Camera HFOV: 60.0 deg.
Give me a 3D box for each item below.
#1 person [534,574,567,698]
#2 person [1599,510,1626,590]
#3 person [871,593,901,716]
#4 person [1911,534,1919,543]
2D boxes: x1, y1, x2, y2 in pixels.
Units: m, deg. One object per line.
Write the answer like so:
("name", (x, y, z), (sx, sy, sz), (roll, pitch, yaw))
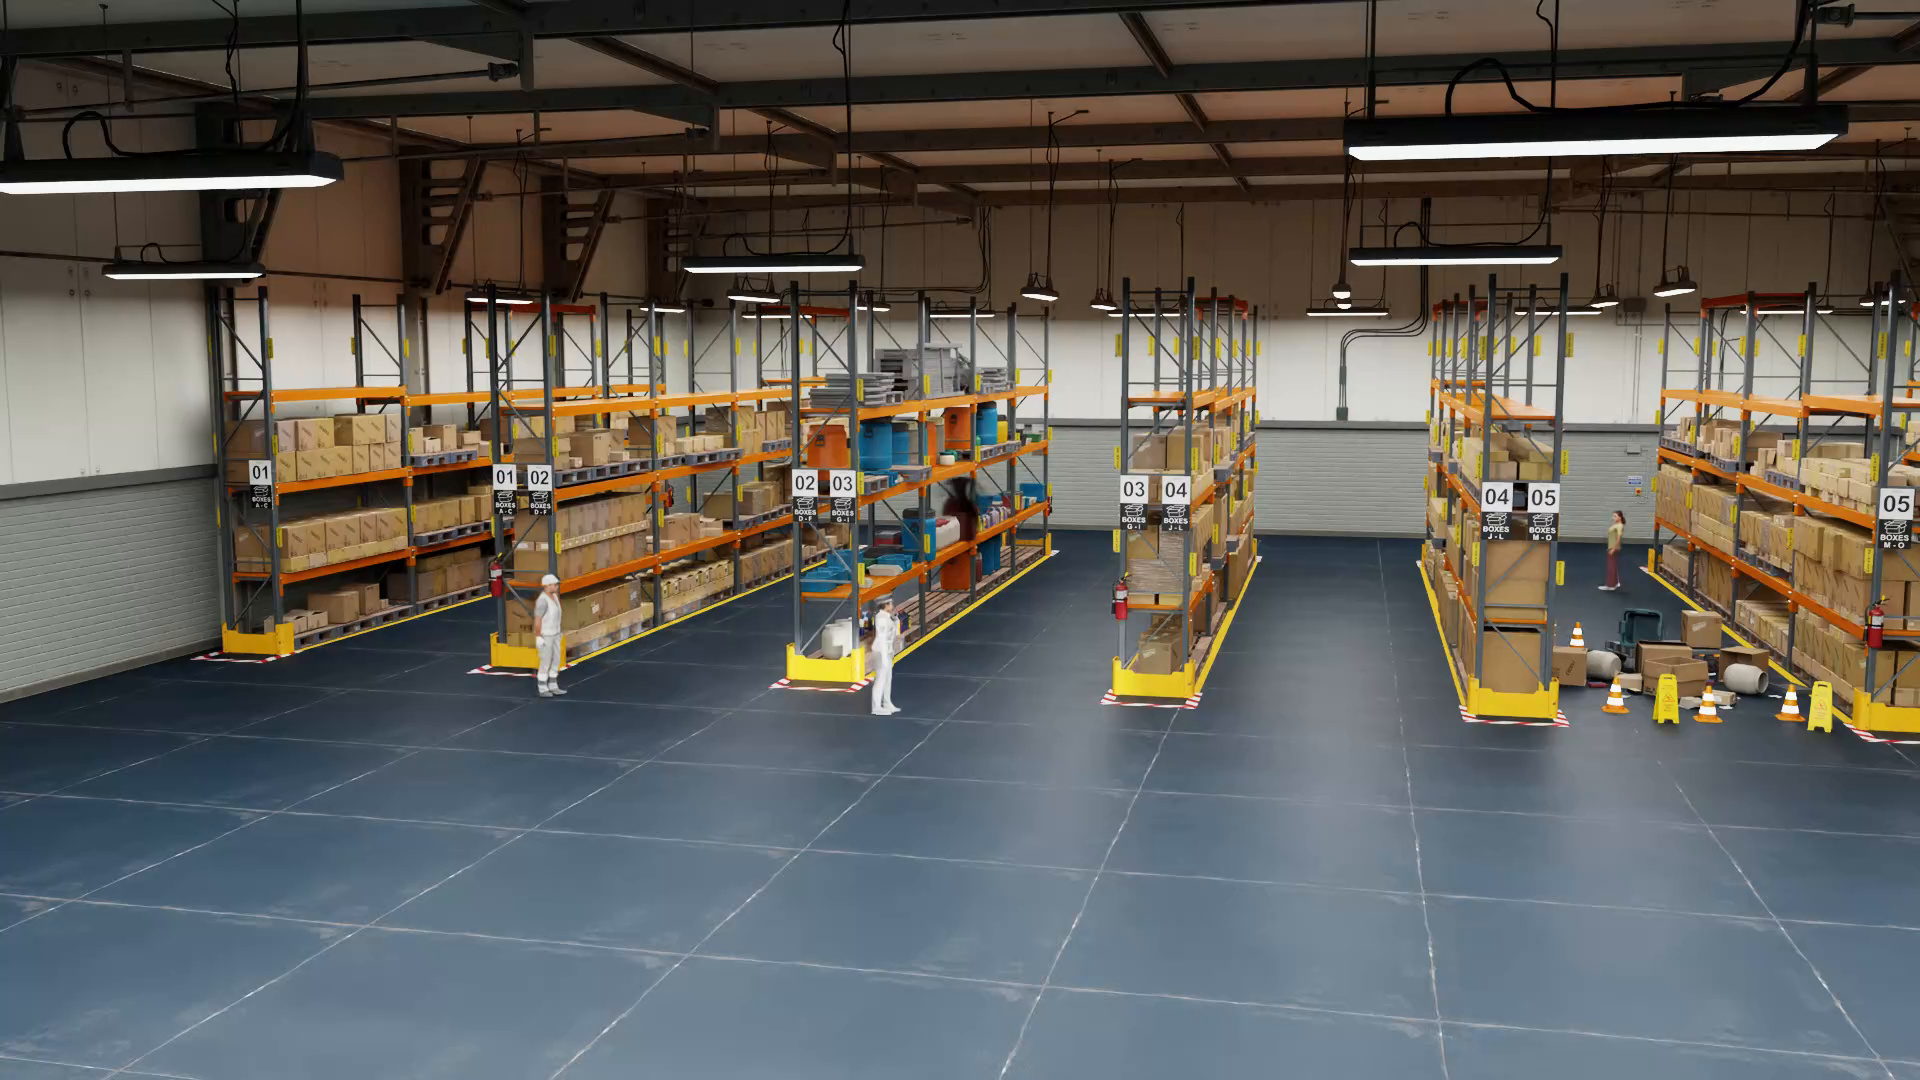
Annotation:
("person", (-5.899, 1.374, 23.930), (0.396, 1.788, 0.635), (2, 7, 14))
("person", (13.535, 0.223, 34.455), (0.463, 1.698, 0.491), (4, 8, 32))
("person", (-1.011, 1.573, 22.809), (0.411, 1.707, 0.566), (0, 7, -1))
("person", (17.140, 0.734, 30.041), (0.559, 1.691, 0.738), (0, 7, 0))
